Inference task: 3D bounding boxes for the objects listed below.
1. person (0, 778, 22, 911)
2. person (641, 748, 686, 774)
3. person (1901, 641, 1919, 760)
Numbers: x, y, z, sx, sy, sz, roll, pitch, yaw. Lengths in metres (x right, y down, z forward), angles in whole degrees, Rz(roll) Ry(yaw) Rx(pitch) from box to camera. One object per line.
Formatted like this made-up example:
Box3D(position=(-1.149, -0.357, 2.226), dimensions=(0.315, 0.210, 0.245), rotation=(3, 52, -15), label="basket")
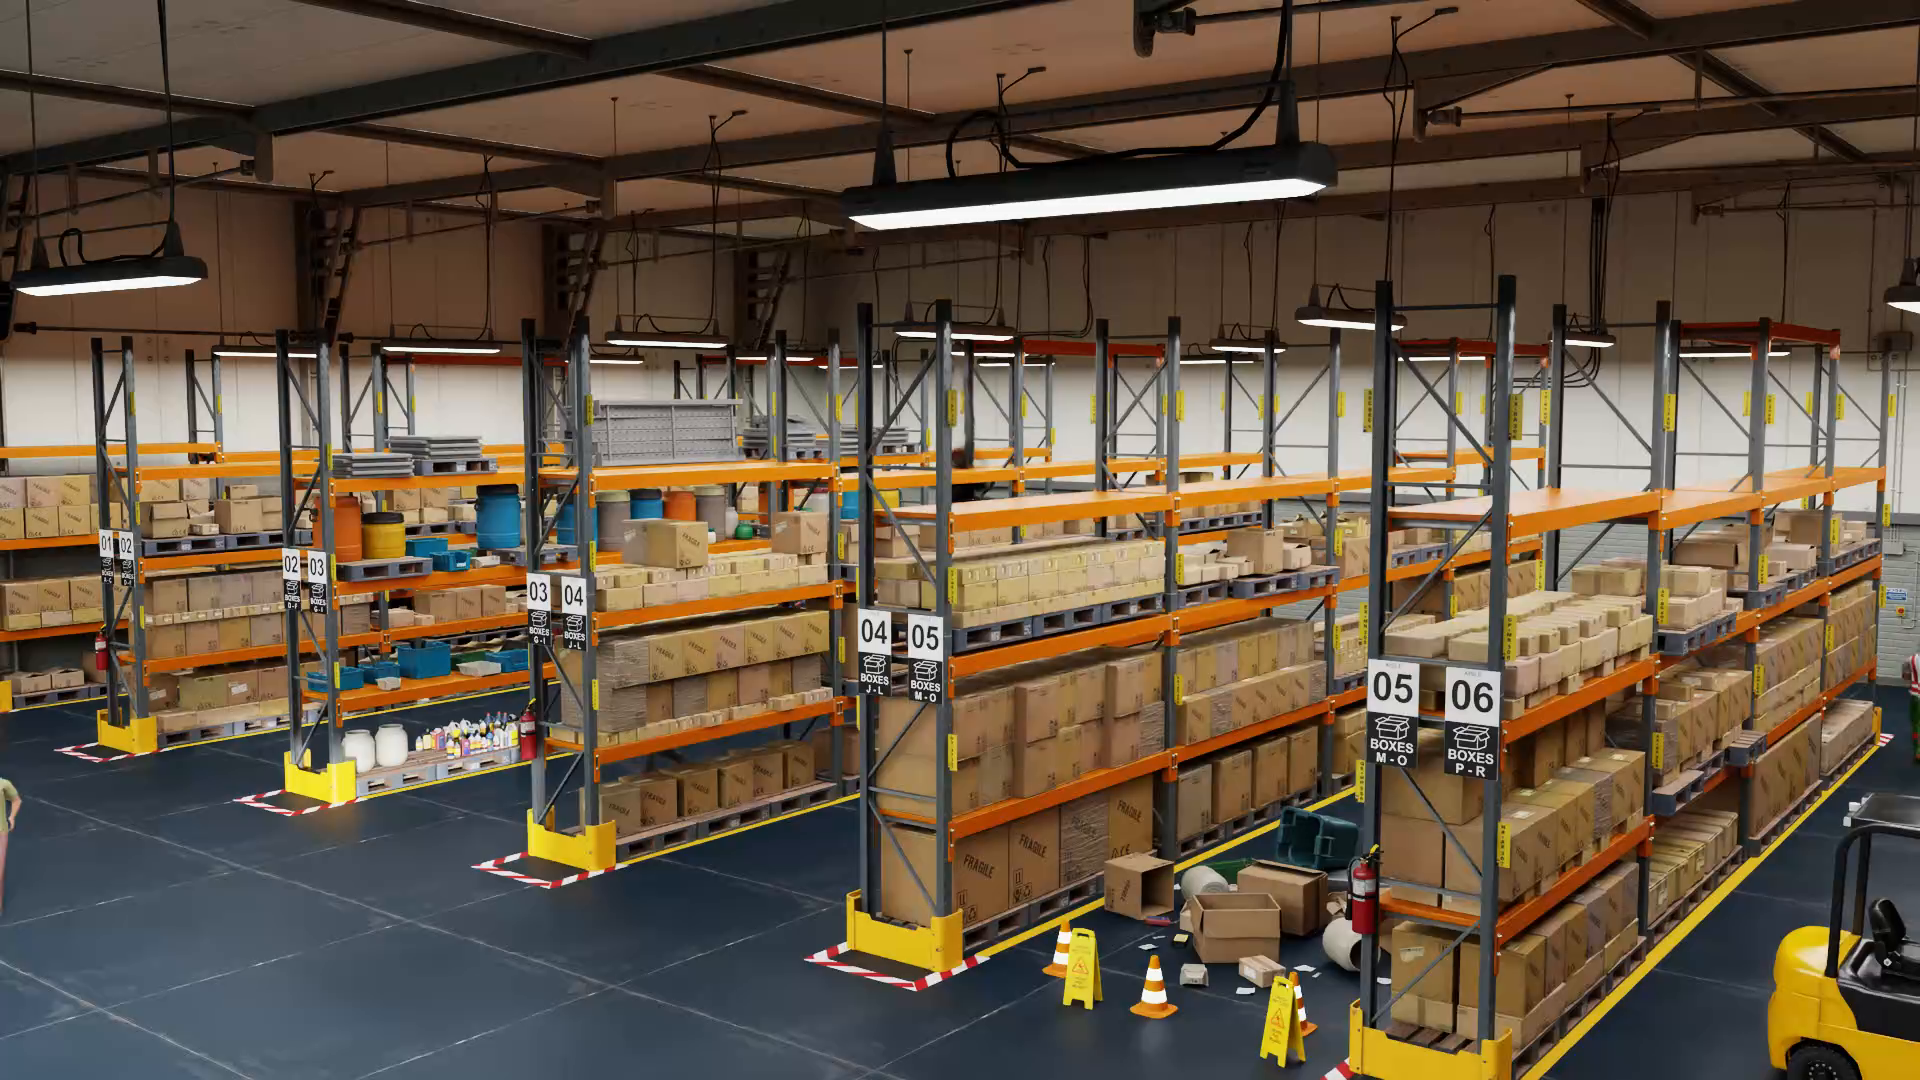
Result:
Box3D(position=(-9.629, 2.918, 16.499), dimensions=(0.584, 1.622, 0.702), rotation=(-3, 6, -30), label="person")
Box3D(position=(-4.003, 2.450, 21.957), dimensions=(0.543, 1.664, 1.078), rotation=(4, 6, 36), label="person")
Box3D(position=(13.599, 2.239, 23.397), dimensions=(0.643, 1.841, 0.765), rotation=(3, 6, 28), label="person")
